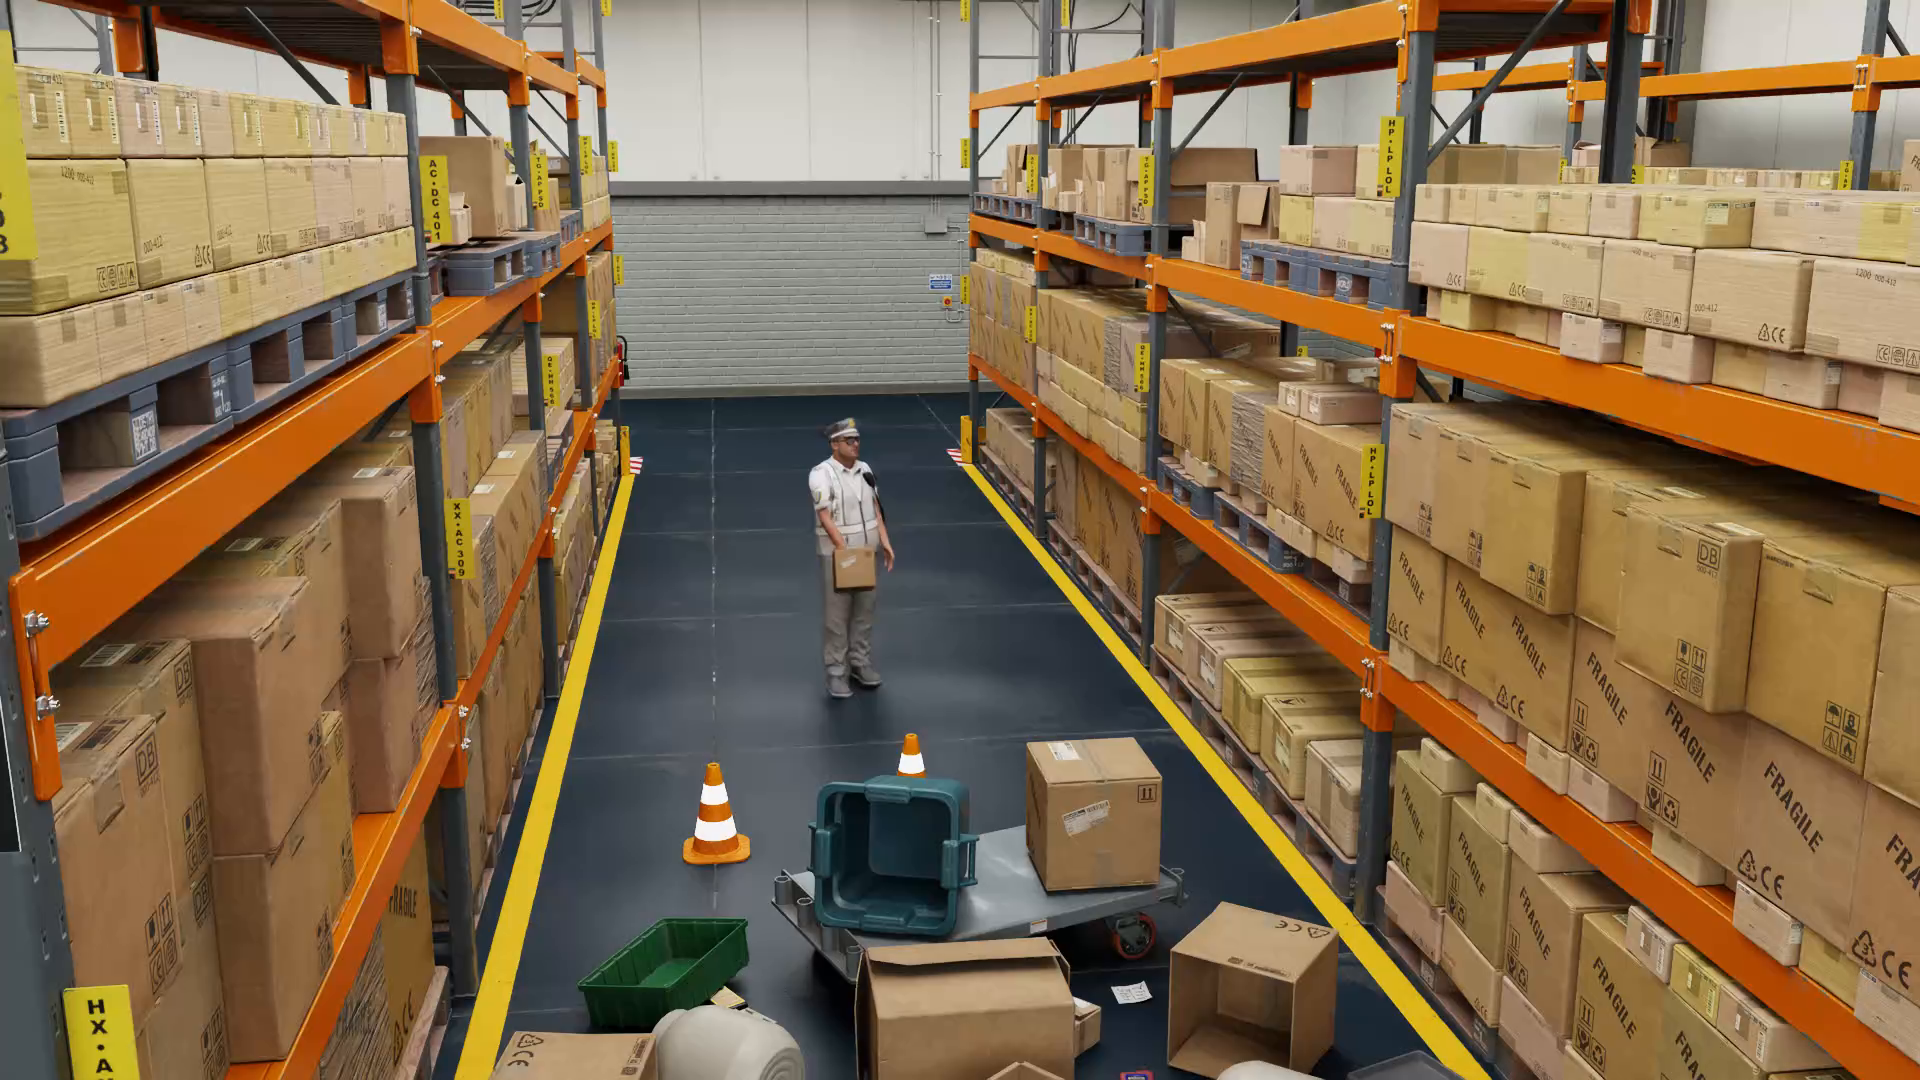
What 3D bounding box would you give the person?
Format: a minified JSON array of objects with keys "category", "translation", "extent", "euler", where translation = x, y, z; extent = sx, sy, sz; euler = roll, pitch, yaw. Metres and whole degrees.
[{"category":"person","translation":[-0.726,0.093,10.976],"extent":[0.508,1.790,0.587],"euler":[12,18,42]}]
